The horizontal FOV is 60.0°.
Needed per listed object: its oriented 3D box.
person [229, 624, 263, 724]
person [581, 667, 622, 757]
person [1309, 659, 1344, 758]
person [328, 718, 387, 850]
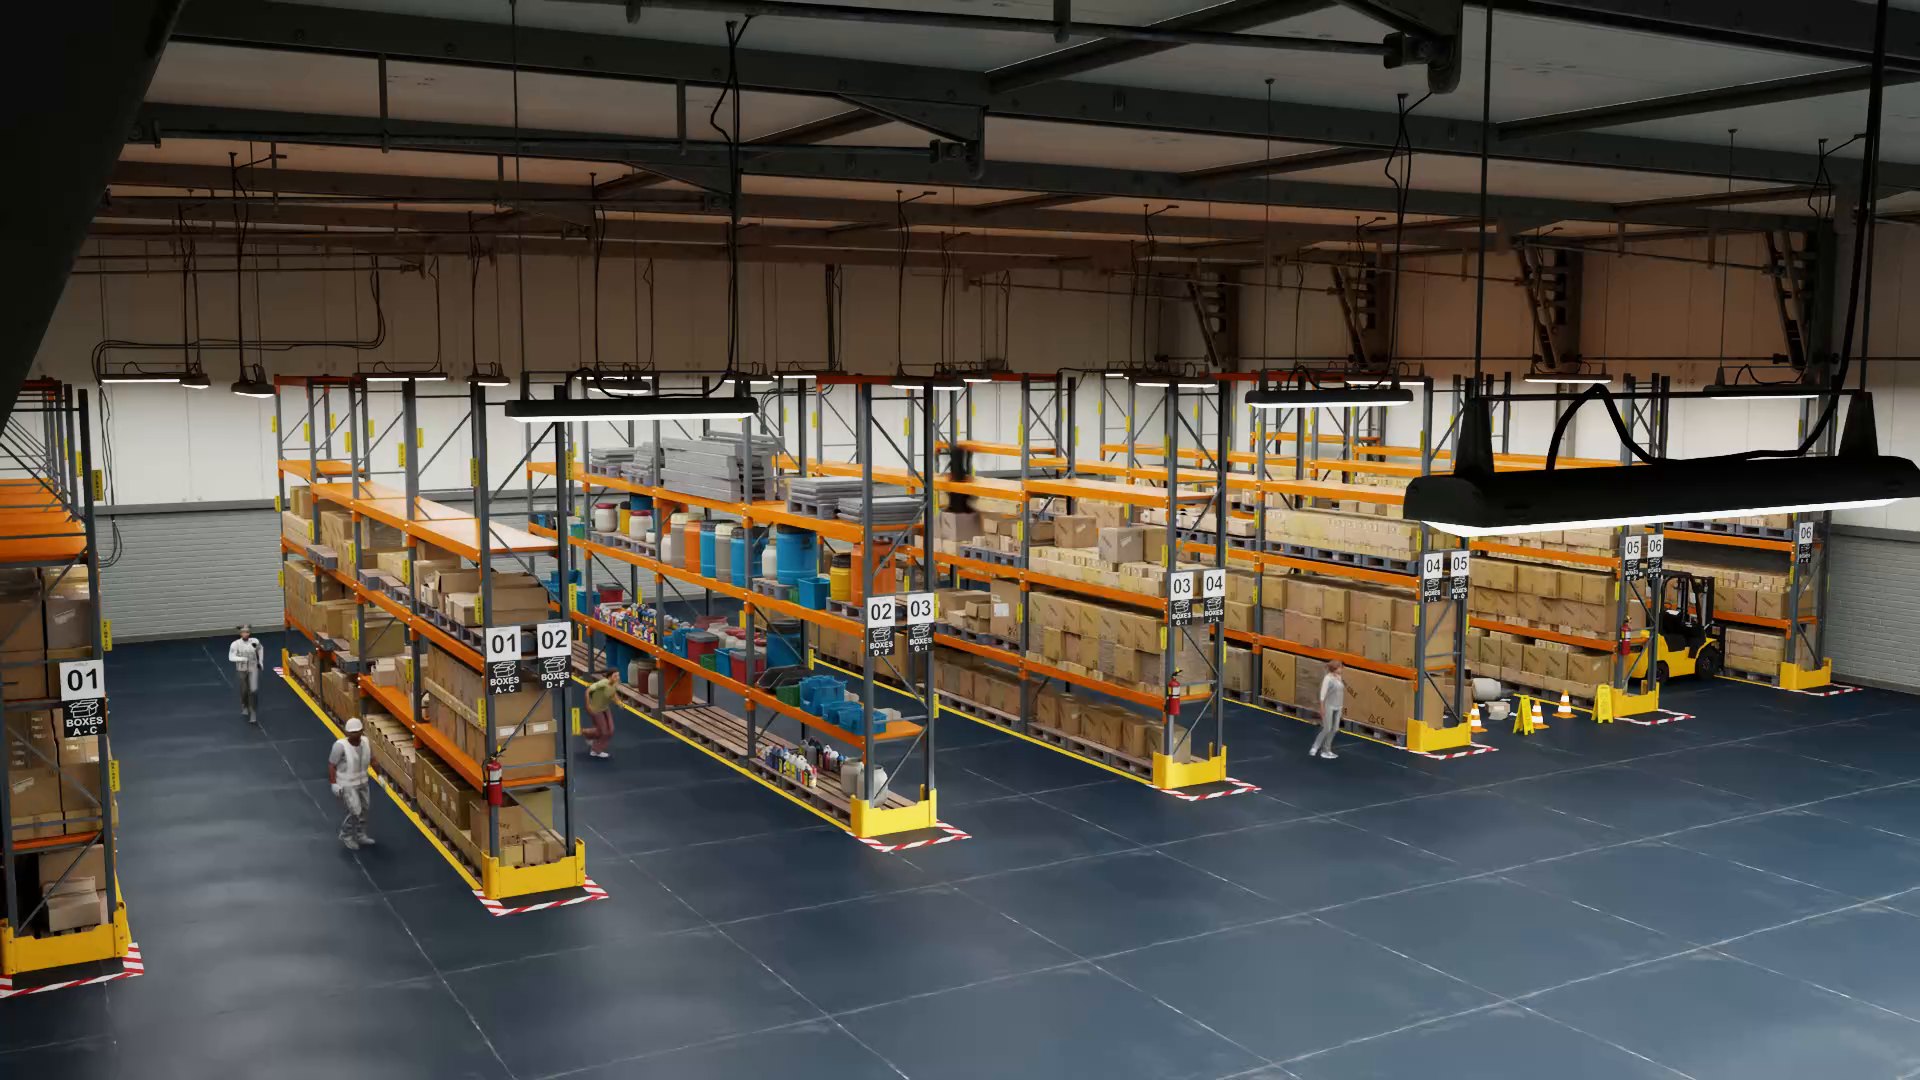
[{"bbox_3d":[-12.462,2.314,29.065,0.554,1.745,0.831,-3,7,-24],"label":"person"},{"bbox_3d":[-5.724,2.720,26.368,0.830,1.491,0.600,4,8,34],"label":"person"},{"bbox_3d":[5.810,2.672,26.302,0.416,1.582,0.542,6,9,44],"label":"person"},{"bbox_3d":[-7.766,3.134,21.380,0.539,1.751,0.618,3,7,26],"label":"person"}]
